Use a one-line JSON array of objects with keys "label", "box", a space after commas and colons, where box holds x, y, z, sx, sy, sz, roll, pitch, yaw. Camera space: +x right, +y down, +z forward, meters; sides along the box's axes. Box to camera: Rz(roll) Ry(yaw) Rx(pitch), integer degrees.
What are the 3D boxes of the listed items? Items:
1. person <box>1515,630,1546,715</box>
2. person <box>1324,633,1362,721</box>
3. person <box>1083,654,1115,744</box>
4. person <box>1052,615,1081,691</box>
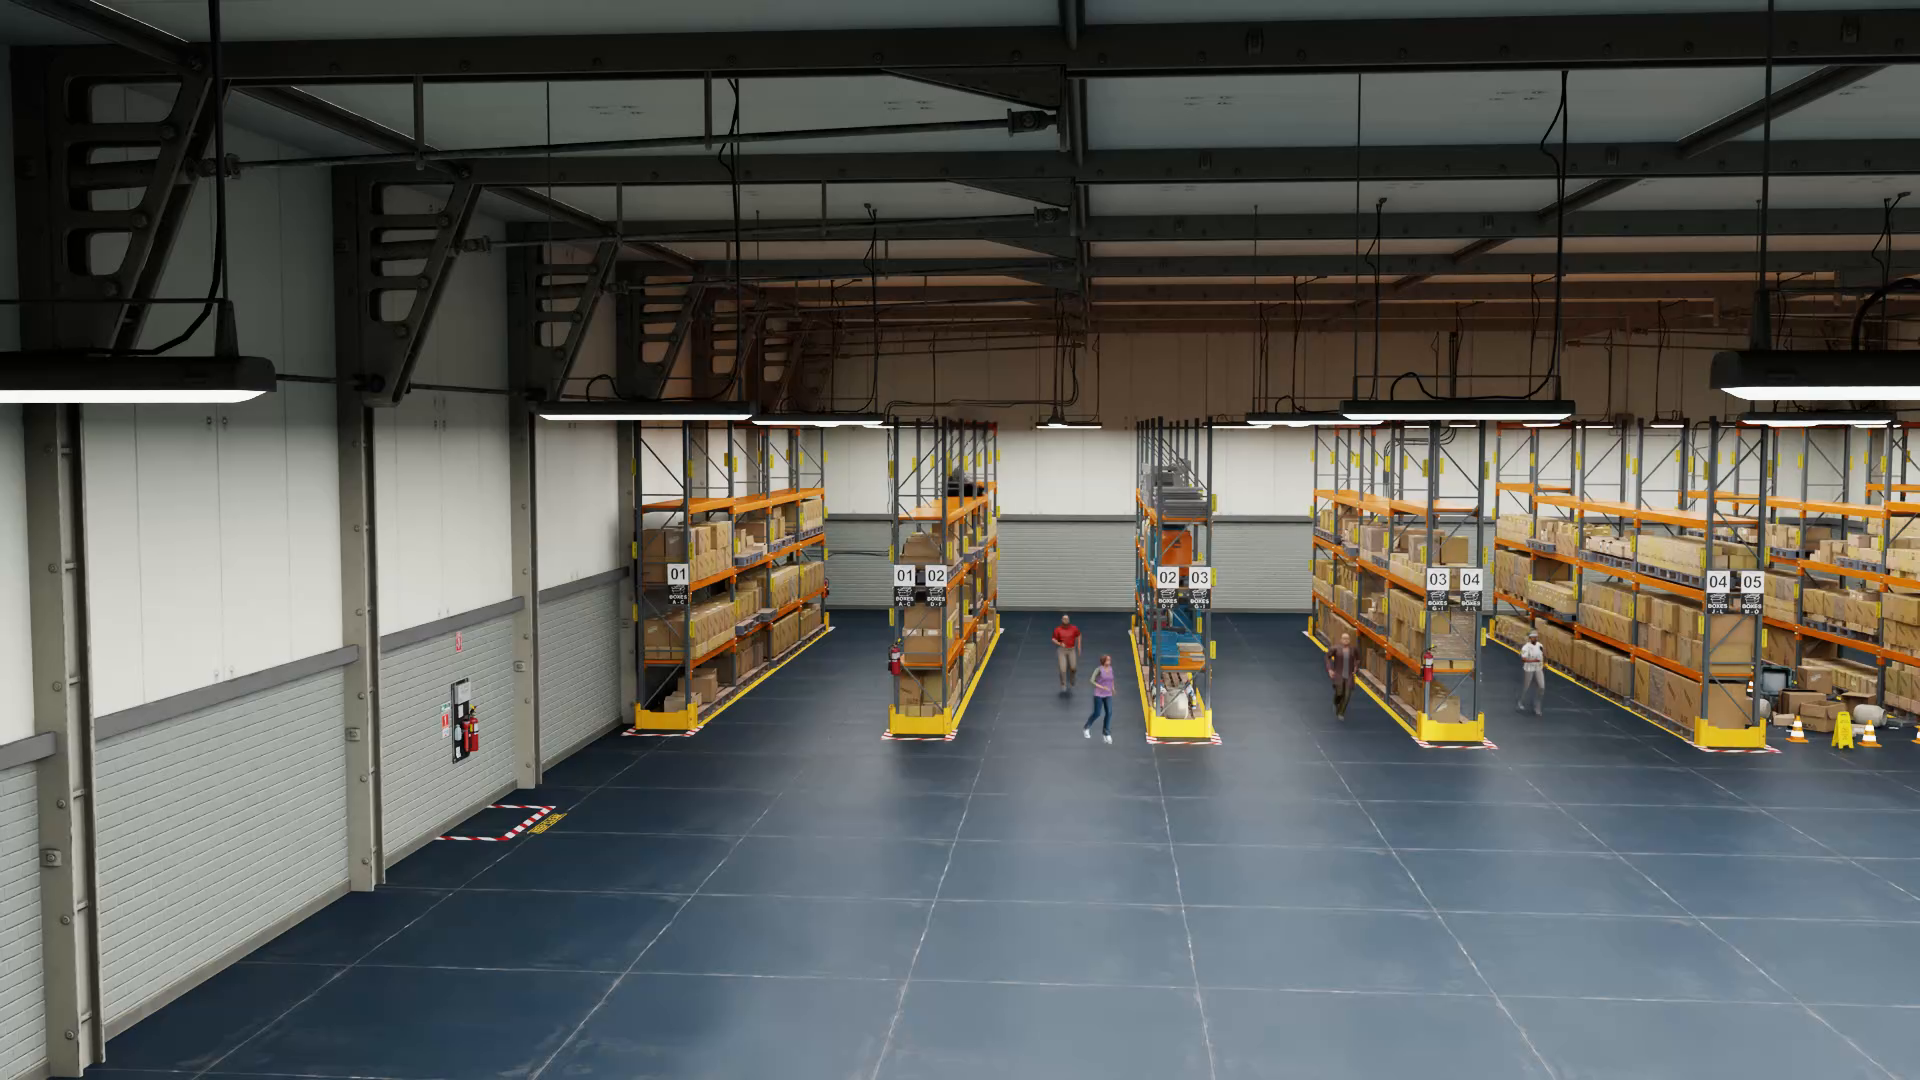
[{"label": "person", "box": [11.638, 2.677, 33.781, 0.586, 1.736, 0.880, 0, 4, -4]}, {"label": "person", "box": [7.605, 2.710, 32.943, 0.724, 1.734, 0.618, 0, 4, 1]}, {"label": "person", "box": [2.653, 2.921, 30.805, 0.605, 1.631, 0.706, -2, 4, -34]}, {"label": "person", "box": [2.373, 2.497, 36.695, 0.674, 1.692, 0.614, 0, 4, -5]}]
